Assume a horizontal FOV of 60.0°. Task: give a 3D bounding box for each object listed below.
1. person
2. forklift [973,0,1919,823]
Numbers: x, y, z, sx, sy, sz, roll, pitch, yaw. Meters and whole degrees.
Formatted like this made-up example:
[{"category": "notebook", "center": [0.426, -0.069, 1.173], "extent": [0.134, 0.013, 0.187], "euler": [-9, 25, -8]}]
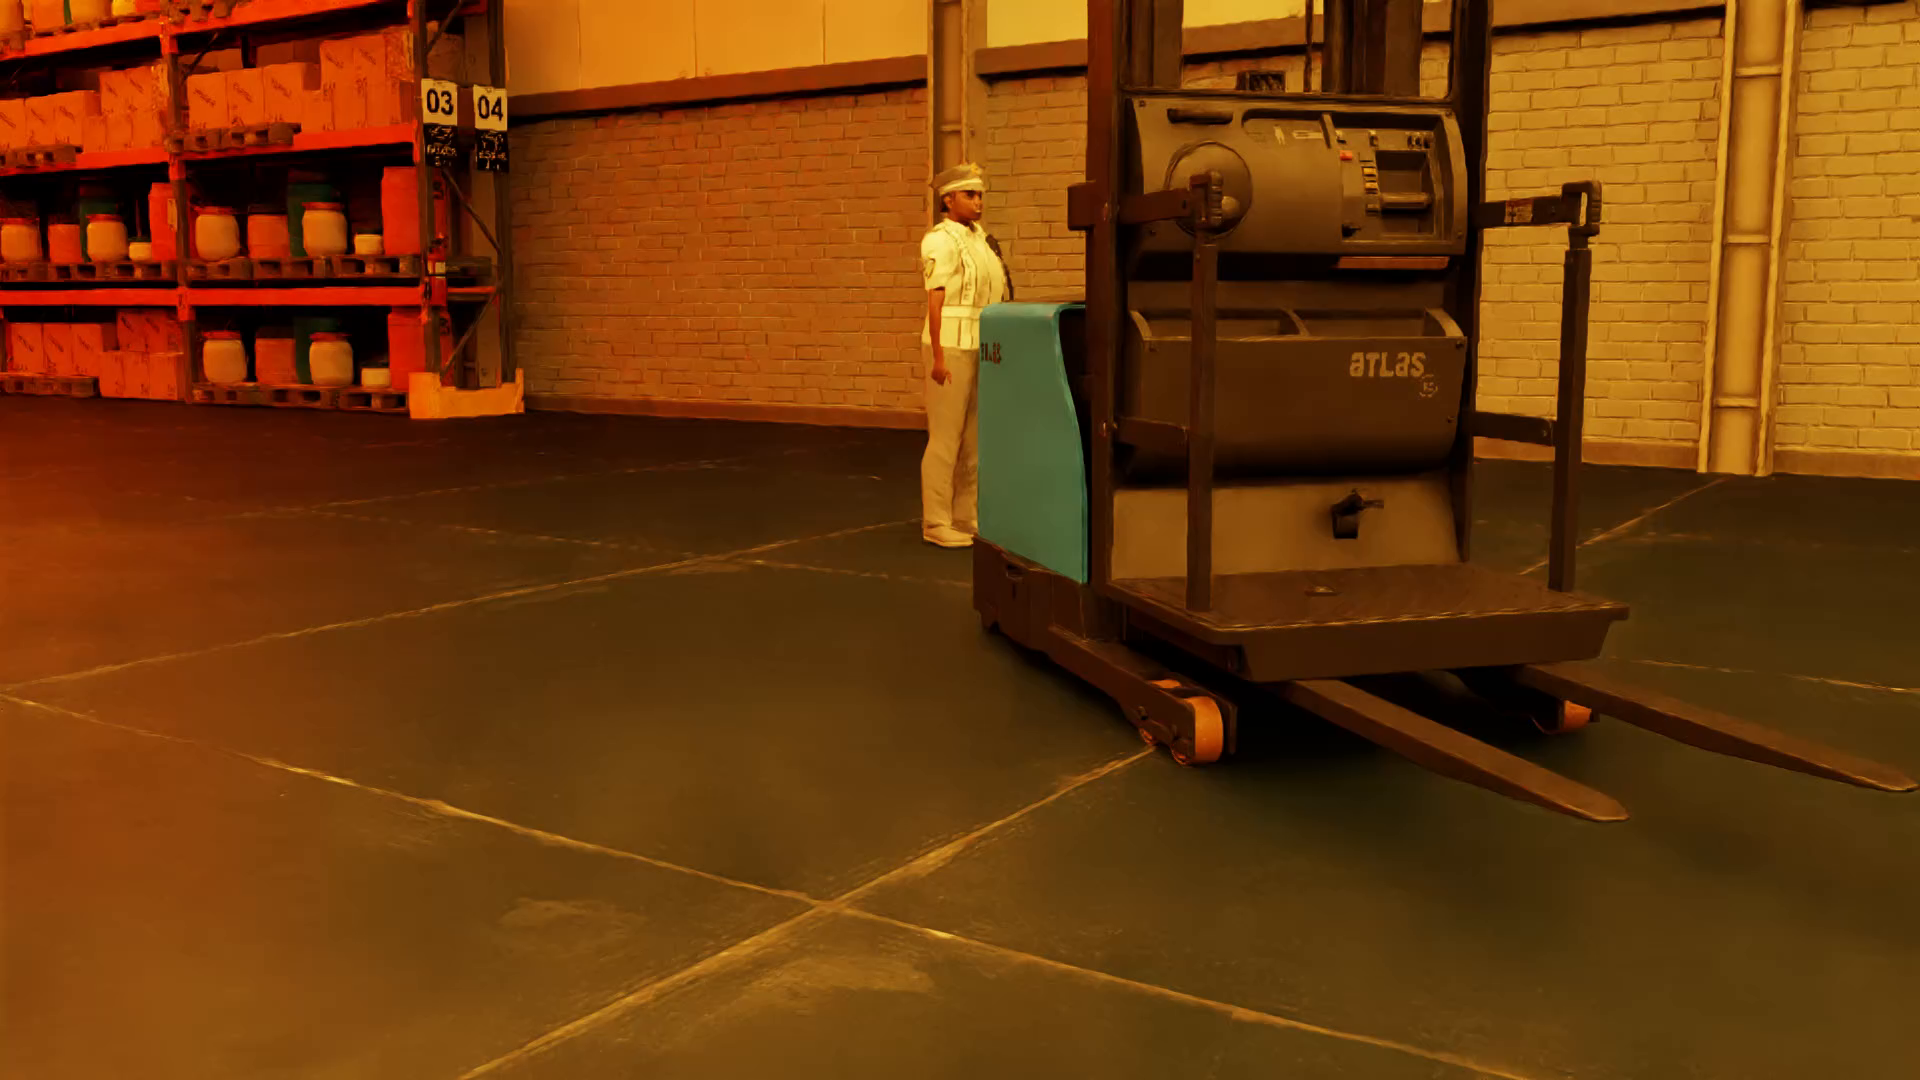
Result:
[{"category": "person", "center": [0.013, -0.830, 7.468], "extent": [0.338, 1.688, 0.446], "euler": [5, 10, 34]}, {"category": "forklift", "center": [0.952, -0.984, 4.113], "extent": [1.130, 2.935, 3.031], "euler": [-2, 8, -16]}]
